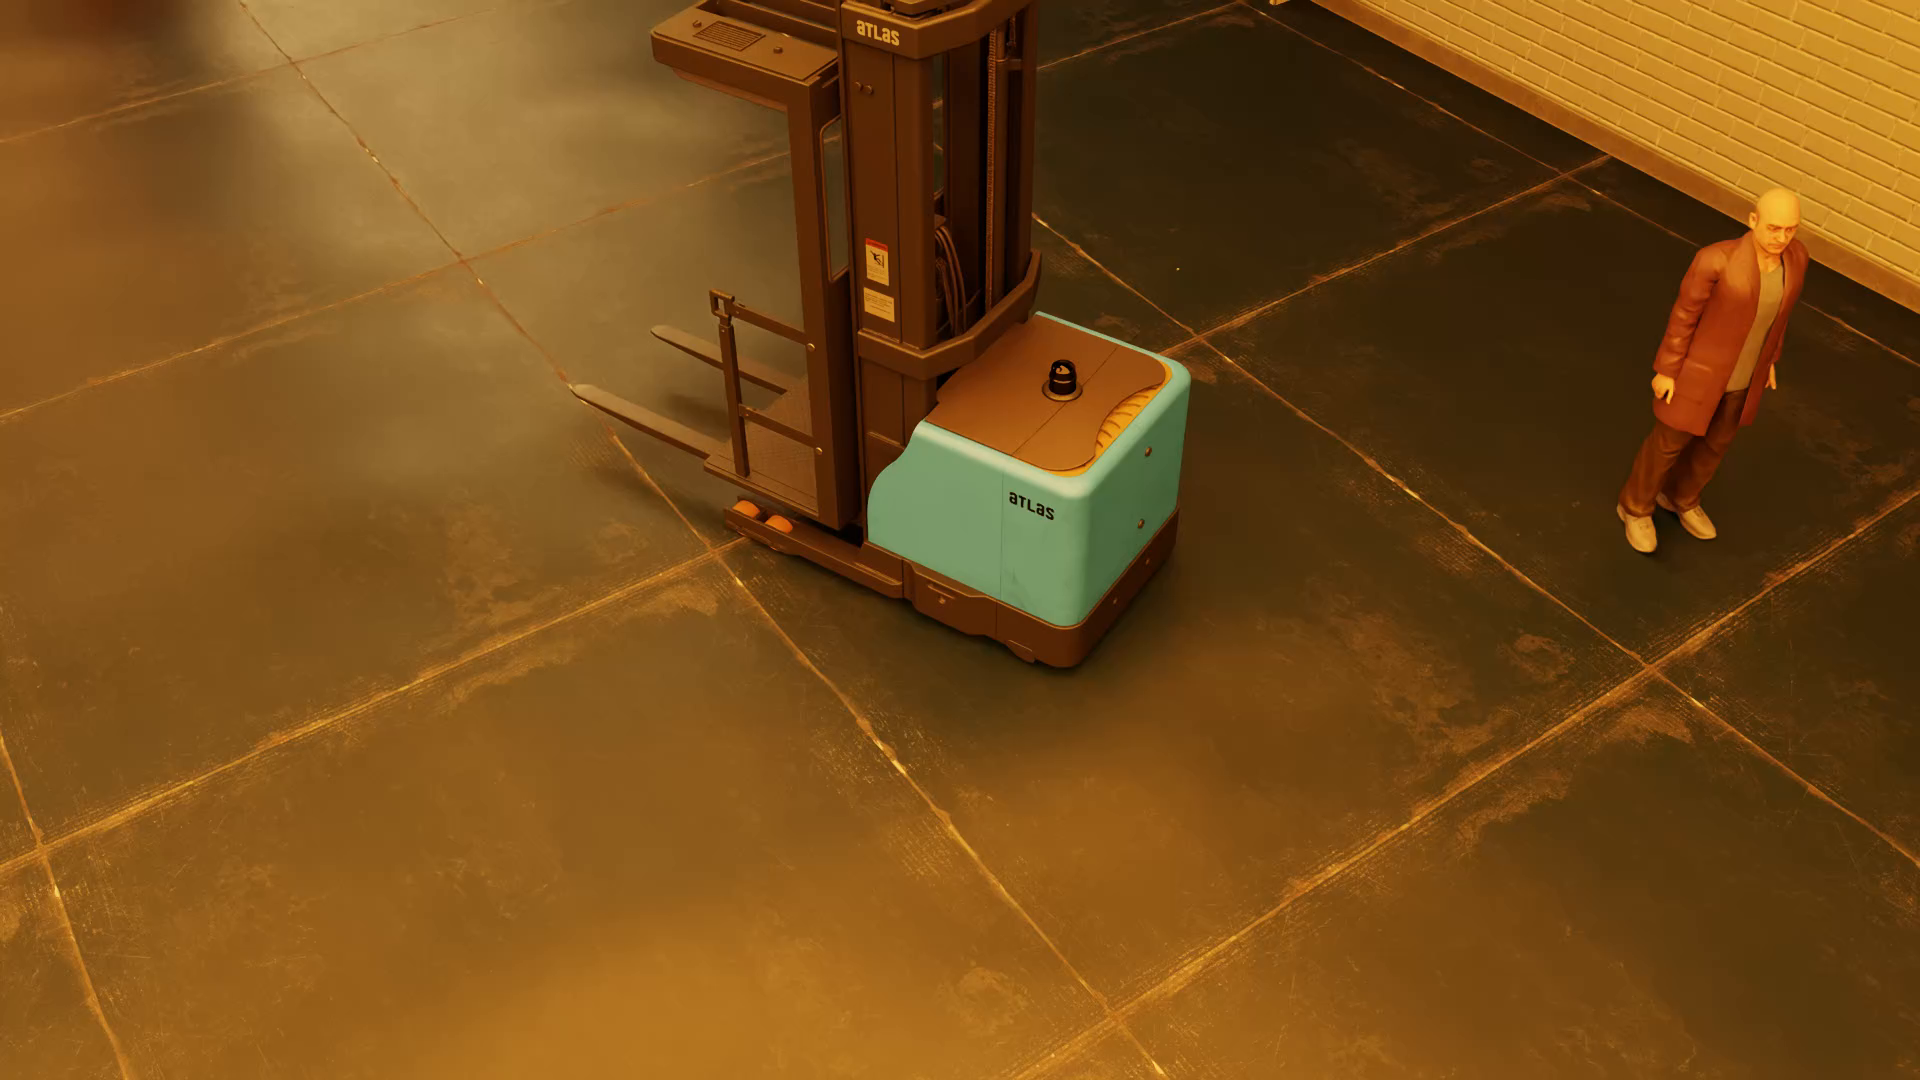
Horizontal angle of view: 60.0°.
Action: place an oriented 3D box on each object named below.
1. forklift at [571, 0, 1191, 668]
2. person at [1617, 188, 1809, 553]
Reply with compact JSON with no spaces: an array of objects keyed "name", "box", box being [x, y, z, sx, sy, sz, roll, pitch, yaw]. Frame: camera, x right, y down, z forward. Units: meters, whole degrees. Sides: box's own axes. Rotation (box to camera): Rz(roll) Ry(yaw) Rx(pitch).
[{"name":"forklift","box":[-0.511,-1.302,7.129,3.031,2.935,1.130,24,48,24]},{"name":"person","box":[3.373,-0.731,7.357,0.598,1.783,0.397,-8,43,-9]}]
